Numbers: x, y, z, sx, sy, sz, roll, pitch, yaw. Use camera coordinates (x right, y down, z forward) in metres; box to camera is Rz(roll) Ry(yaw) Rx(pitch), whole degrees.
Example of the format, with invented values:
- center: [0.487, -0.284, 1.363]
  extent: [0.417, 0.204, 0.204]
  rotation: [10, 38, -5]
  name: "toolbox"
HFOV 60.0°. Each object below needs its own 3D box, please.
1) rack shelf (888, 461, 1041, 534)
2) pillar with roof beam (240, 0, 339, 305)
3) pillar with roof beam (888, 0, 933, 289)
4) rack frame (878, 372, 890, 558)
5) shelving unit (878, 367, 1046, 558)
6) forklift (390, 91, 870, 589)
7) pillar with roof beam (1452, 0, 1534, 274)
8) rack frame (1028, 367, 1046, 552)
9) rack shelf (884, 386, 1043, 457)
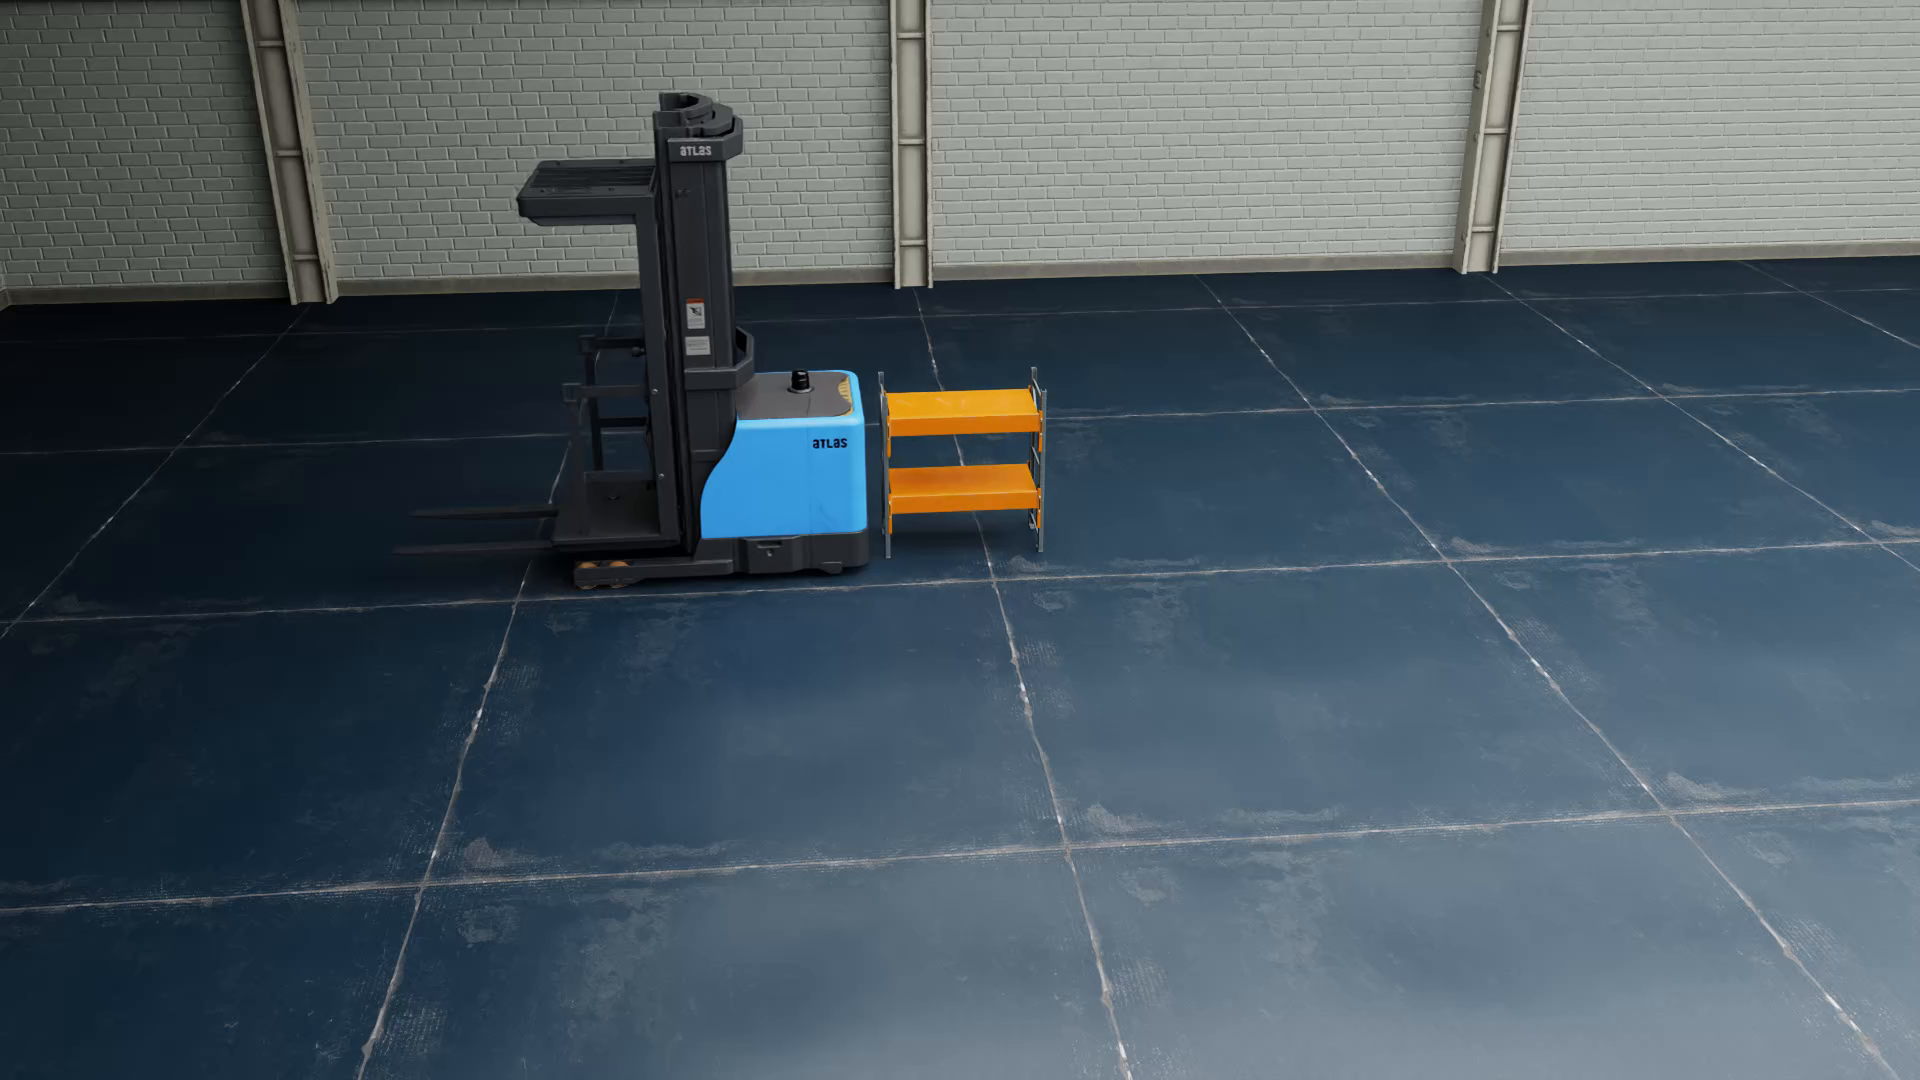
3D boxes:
- center: [0.007, -0.291, 11.121]
  extent: [1.000, 0.278, 0.538]
  rotation: [-2, 24, -5]
  name: "rack shelf"
- center: [-6.036, -4.776, 10.916]
  extent: [0.400, 9.000, 9.100]
  rotation: [-2, 24, -5]
  name: "pillar with roof beam"
- center: [-0.065, -5.016, 11.455]
  extent: [0.400, 9.000, 9.100]
  rotation: [-2, 24, -5]
  name: "pillar with roof beam"
- center: [-0.499, -0.494, 10.976]
  extent: [0.032, 1.125, 0.500]
  rotation: [-2, 24, -5]
  name: "rack frame"
- center: [0.007, -0.514, 11.022]
  extent: [1.048, 1.125, 0.538]
  rotation: [-2, 24, -5]
  name: "shelving unit"
- center: [-2.137, -1.253, 10.460]
  extent: [3.031, 2.935, 1.130]
  rotation: [-2, 24, -5]
  name: "forklift"
- center: [5.906, -5.255, 11.994]
  extent: [0.400, 9.000, 9.100]
  rotation: [-2, 24, -5]
  name: "pillar with roof beam"
- center: [0.513, -0.535, 11.068]
  extent: [0.032, 1.125, 0.500]
  rotation: [-2, 24, -5]
  name: "rack frame"
- center: [0.007, -0.782, 10.903]
  extent: [1.000, 0.278, 0.538]
  rotation: [-2, 24, -5]
  name: "rack shelf"
